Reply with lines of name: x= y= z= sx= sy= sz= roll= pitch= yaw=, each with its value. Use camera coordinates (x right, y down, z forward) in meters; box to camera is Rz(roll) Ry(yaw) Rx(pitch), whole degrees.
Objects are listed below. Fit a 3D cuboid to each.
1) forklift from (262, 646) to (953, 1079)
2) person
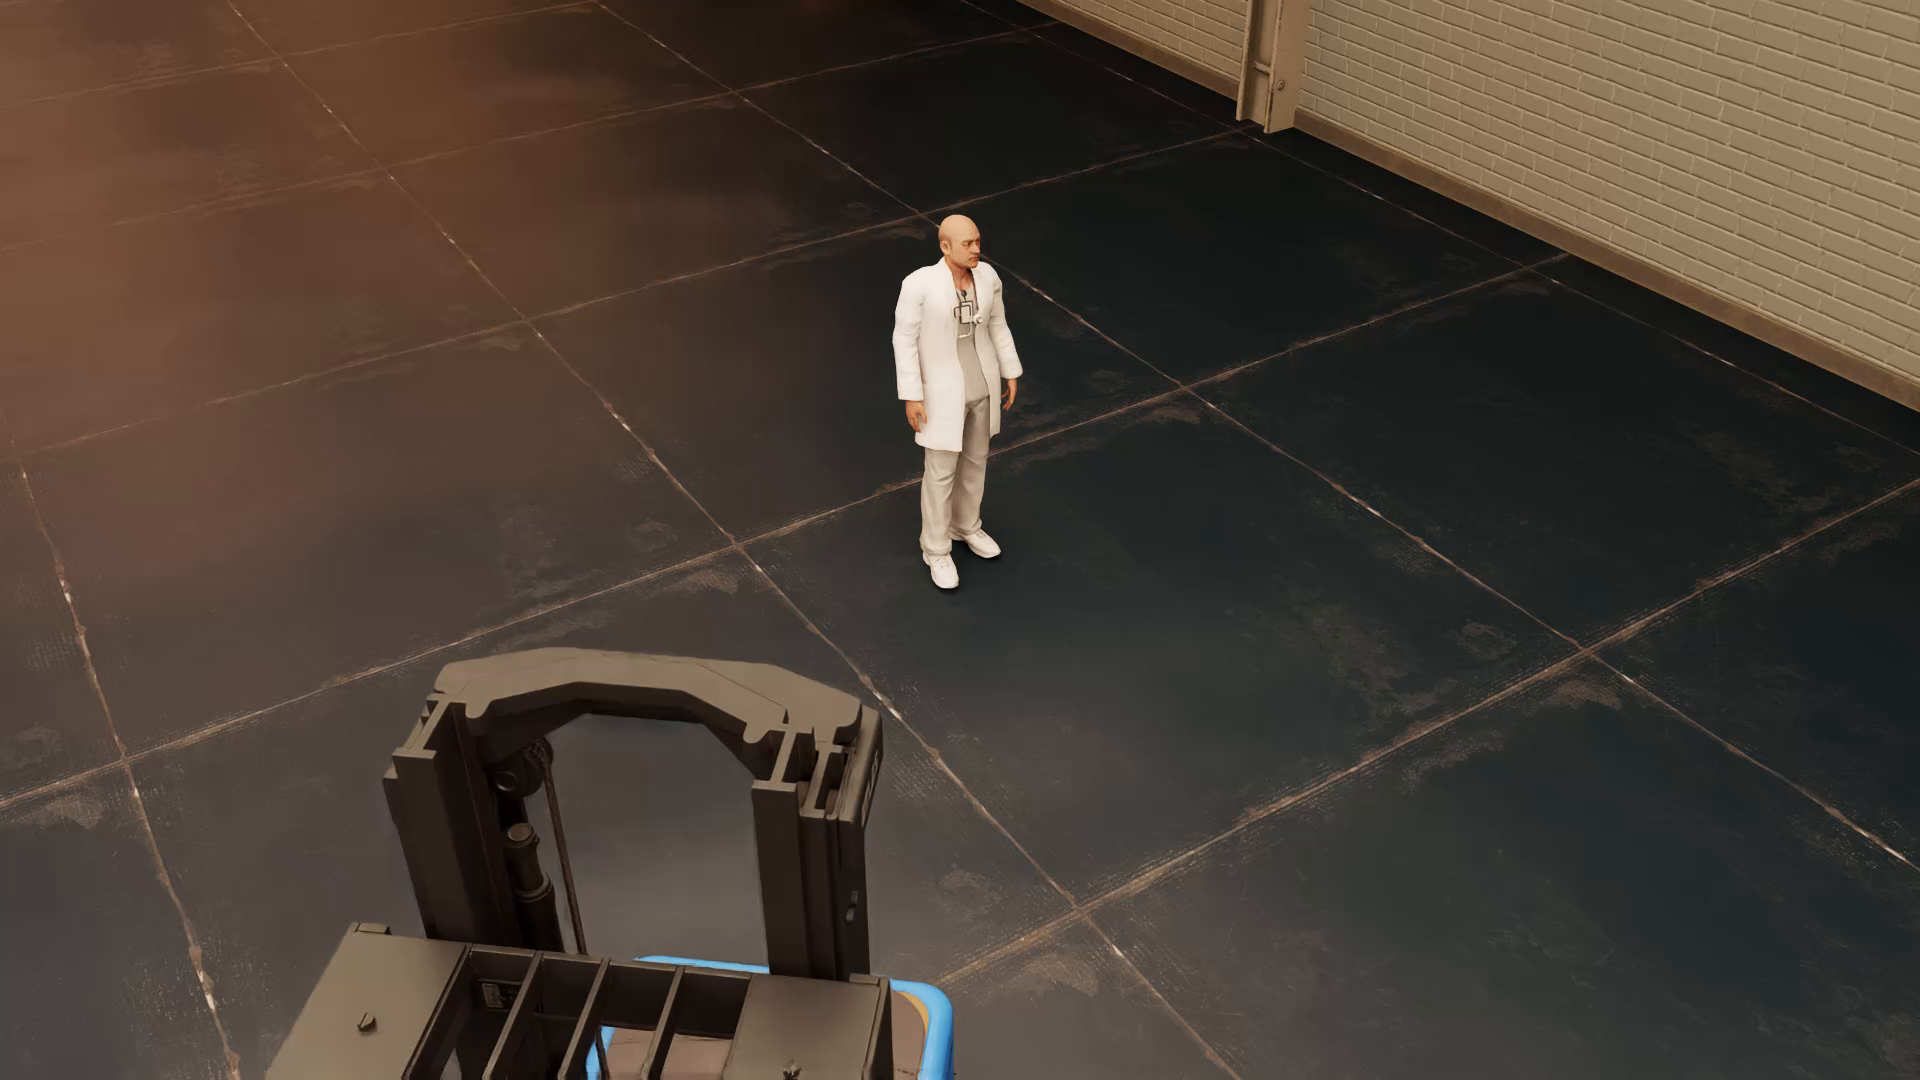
forklift: x=-0.709 y=1.809 z=3.573 sx=1.130 sy=2.935 sz=3.031 roll=4 pitch=35 yaw=6
person: x=0.047 y=-0.688 z=8.117 sx=0.698 sy=1.777 sz=0.578 roll=-21 pitch=40 yaw=-27
